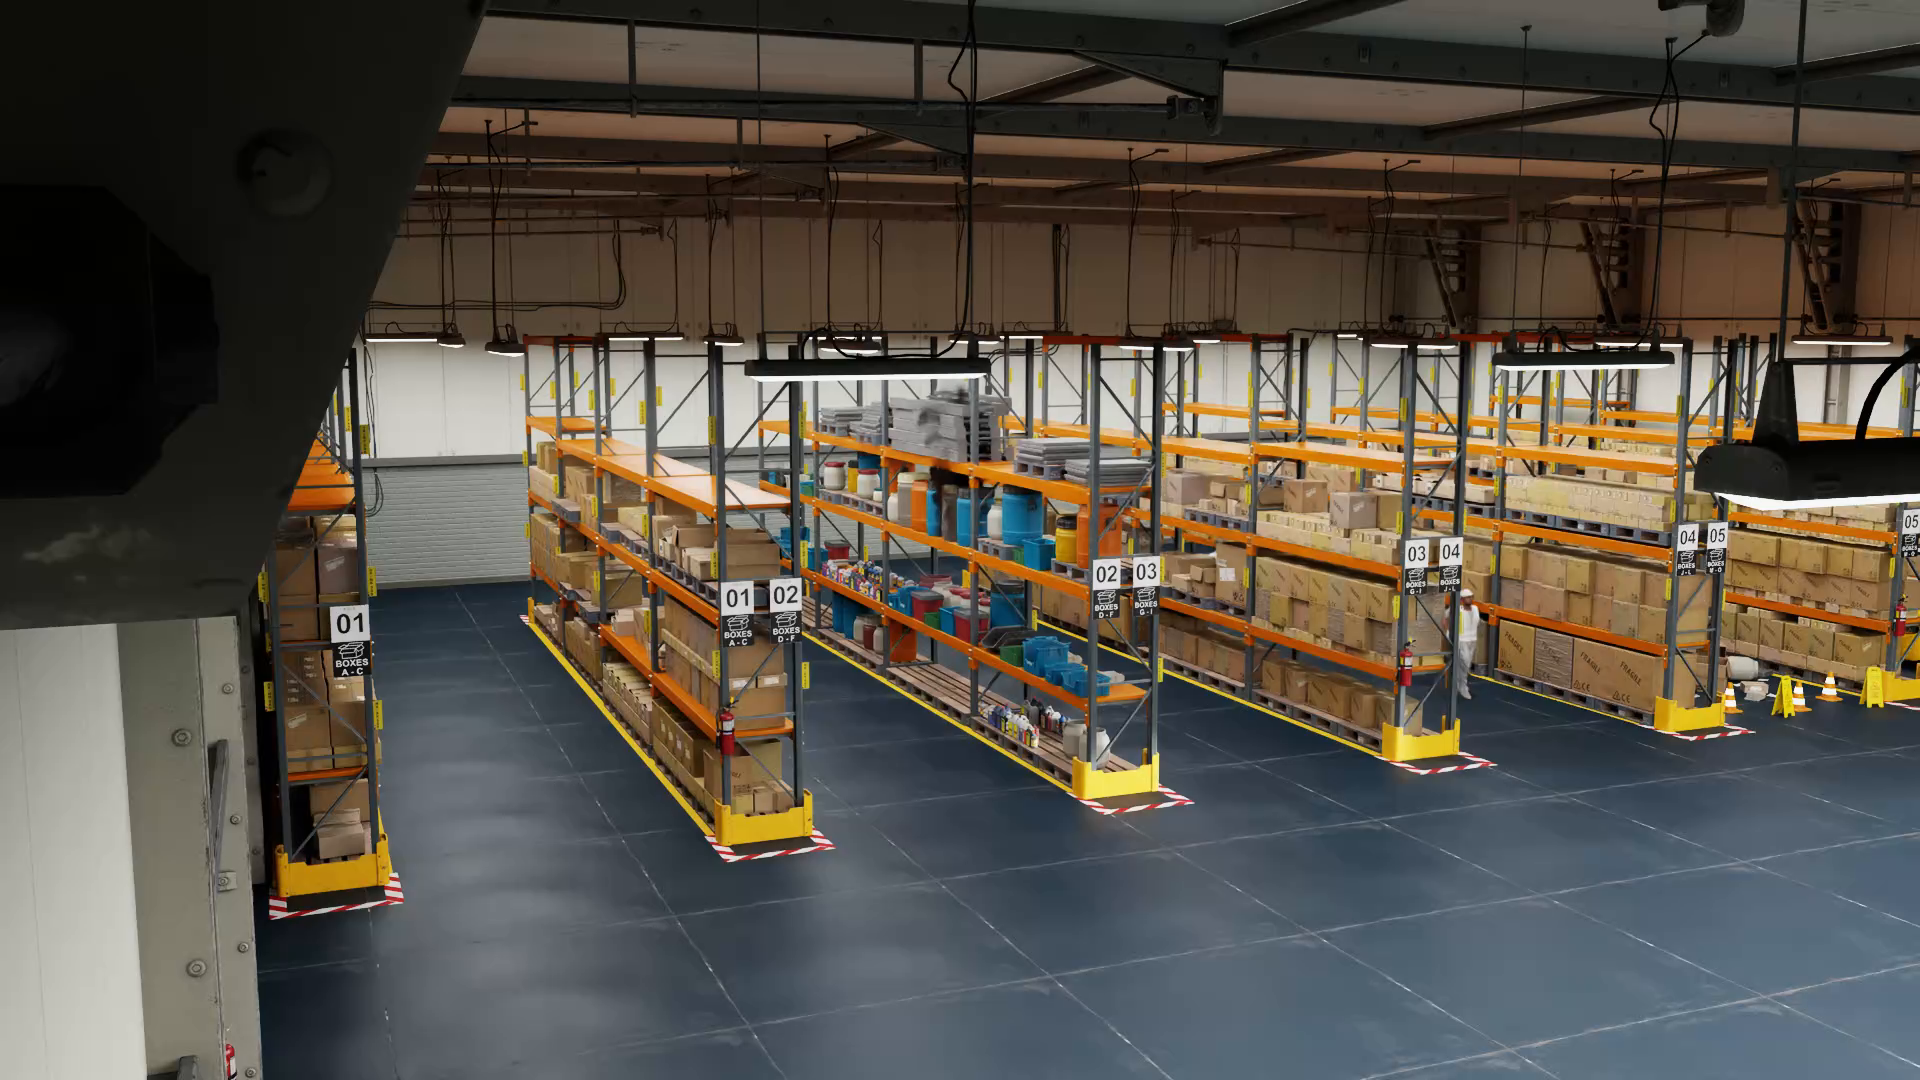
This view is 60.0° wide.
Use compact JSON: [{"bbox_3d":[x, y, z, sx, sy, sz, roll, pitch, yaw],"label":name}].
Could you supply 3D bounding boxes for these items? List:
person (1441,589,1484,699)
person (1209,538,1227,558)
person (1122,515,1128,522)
[{"bbox_3d":[8.505,1.741,28.033,0.669,1.847,0.703,-4,8,-25],"label":"person"},{"bbox_3d":[5.575,0.790,35.392,0.591,1.670,0.640,-4,8,-25],"label":"person"},{"bbox_3d":[3.818,0.208,39.457,0.799,1.741,1.016,-3,8,-23],"label":"person"}]
